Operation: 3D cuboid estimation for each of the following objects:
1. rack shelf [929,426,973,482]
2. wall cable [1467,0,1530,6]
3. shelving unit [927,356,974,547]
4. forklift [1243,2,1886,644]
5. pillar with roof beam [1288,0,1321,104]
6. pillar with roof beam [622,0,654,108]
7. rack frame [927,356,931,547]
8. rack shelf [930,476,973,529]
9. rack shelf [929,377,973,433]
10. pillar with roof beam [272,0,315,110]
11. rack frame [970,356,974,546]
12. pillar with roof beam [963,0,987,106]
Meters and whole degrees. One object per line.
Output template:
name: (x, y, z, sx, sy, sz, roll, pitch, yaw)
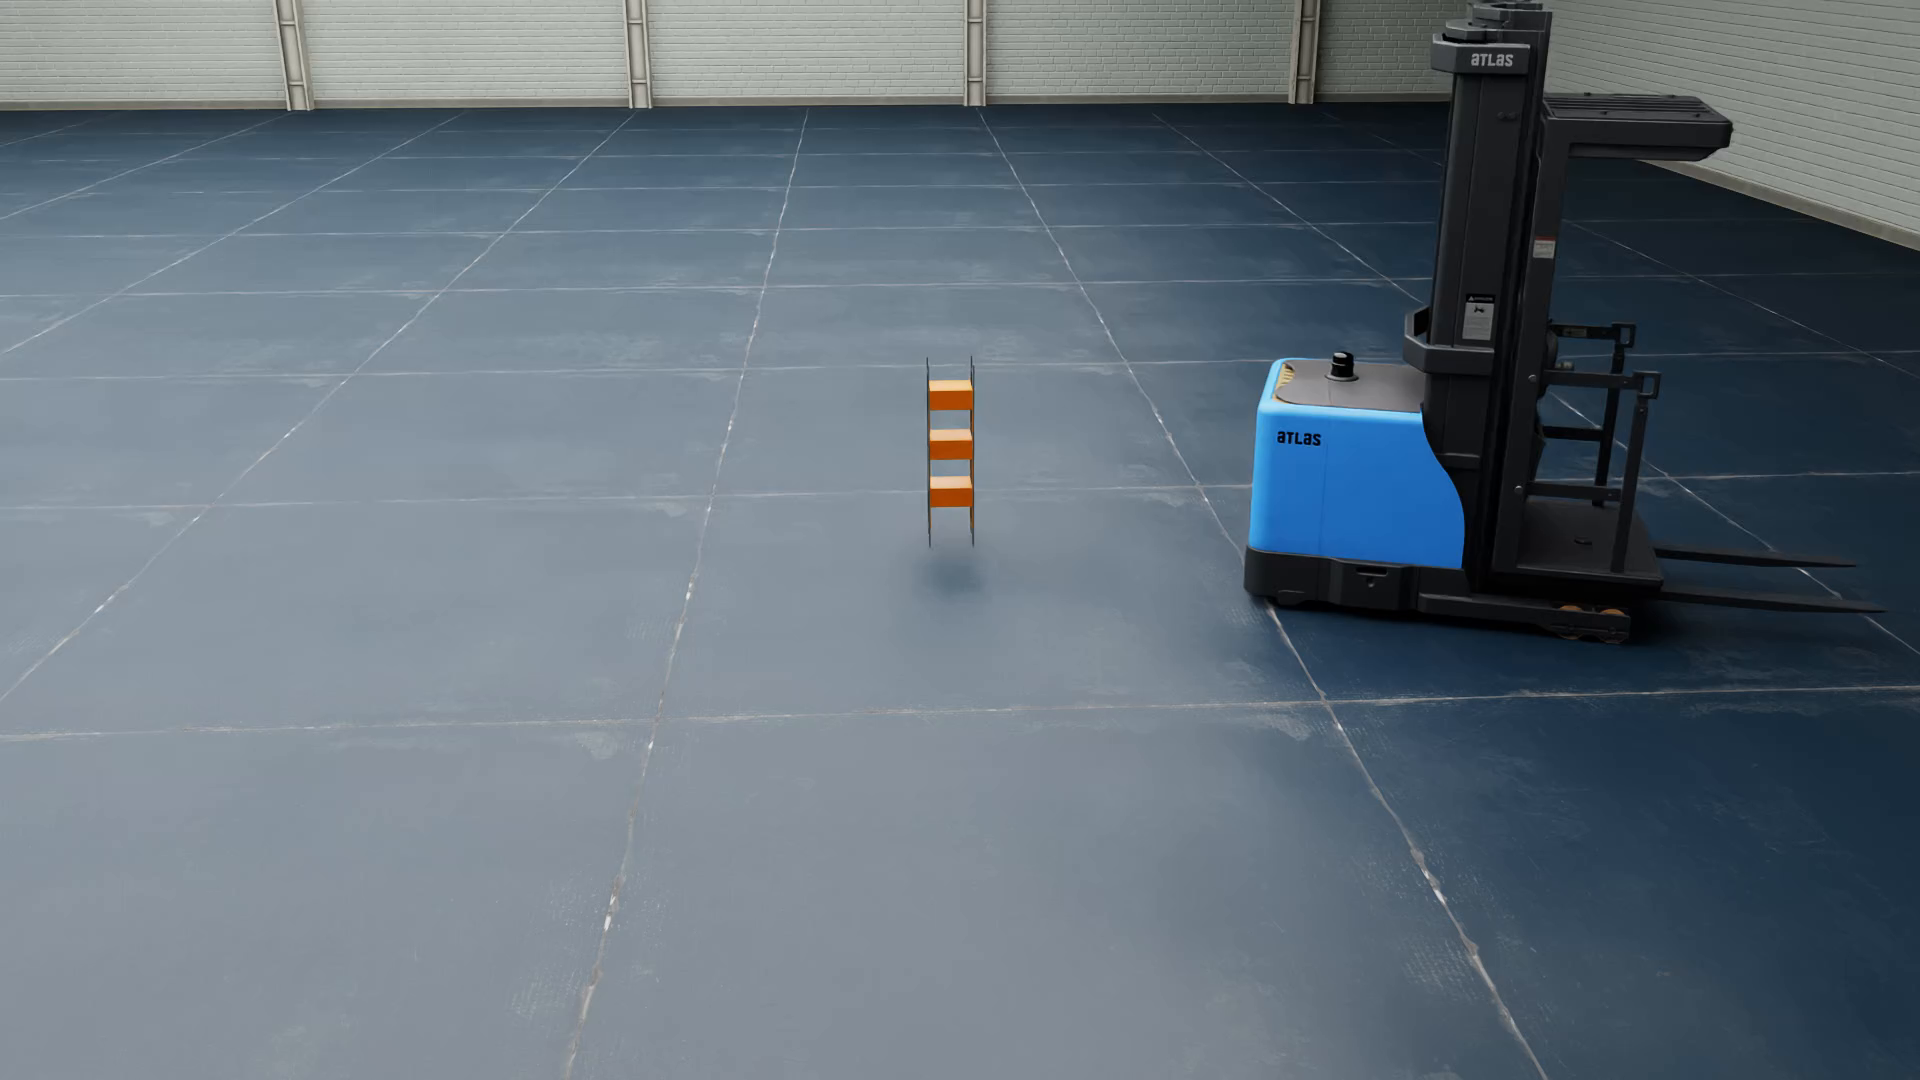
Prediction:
rack shelf: (-0.053, -0.480, 9.272, 0.240, 0.259, 0.215, -1, 21, -3)
wall cable: (9.271, -10.372, 28.417, 0.112, 2.526, 3.097, -1, 21, -3)
shelving unit: (-0.053, -0.490, 9.268, 0.252, 1.050, 0.215, -1, 21, -3)
forklift: (3.043, -1.072, 8.156, 3.031, 2.935, 1.130, 5, 21, 14)
pillar with roof beam: (6.501, -10.704, 24.925, 0.400, 9.000, 9.100, -1, 21, -3)
pillar with roof beam: (-5.480, -10.460, 24.285, 0.400, 9.000, 9.100, -1, 21, -3)
rack frame: (-0.175, -0.487, 9.262, 0.008, 1.050, 0.200, -1, 21, -3)
rack shelf: (-0.053, -0.220, 9.371, 0.240, 0.259, 0.215, -1, 21, -3)
rack shelf: (-0.053, -0.745, 9.171, 0.240, 0.259, 0.215, -1, 21, -3)
pillar with roof beam: (-11.470, -10.338, 23.965, 0.400, 9.000, 9.100, -1, 21, -3)
rack frame: (0.068, -0.492, 9.275, 0.008, 1.050, 0.200, -1, 21, -3)
pillar with roof beam: (0.510, -10.582, 24.605, 0.400, 9.000, 9.100, -1, 21, -3)
